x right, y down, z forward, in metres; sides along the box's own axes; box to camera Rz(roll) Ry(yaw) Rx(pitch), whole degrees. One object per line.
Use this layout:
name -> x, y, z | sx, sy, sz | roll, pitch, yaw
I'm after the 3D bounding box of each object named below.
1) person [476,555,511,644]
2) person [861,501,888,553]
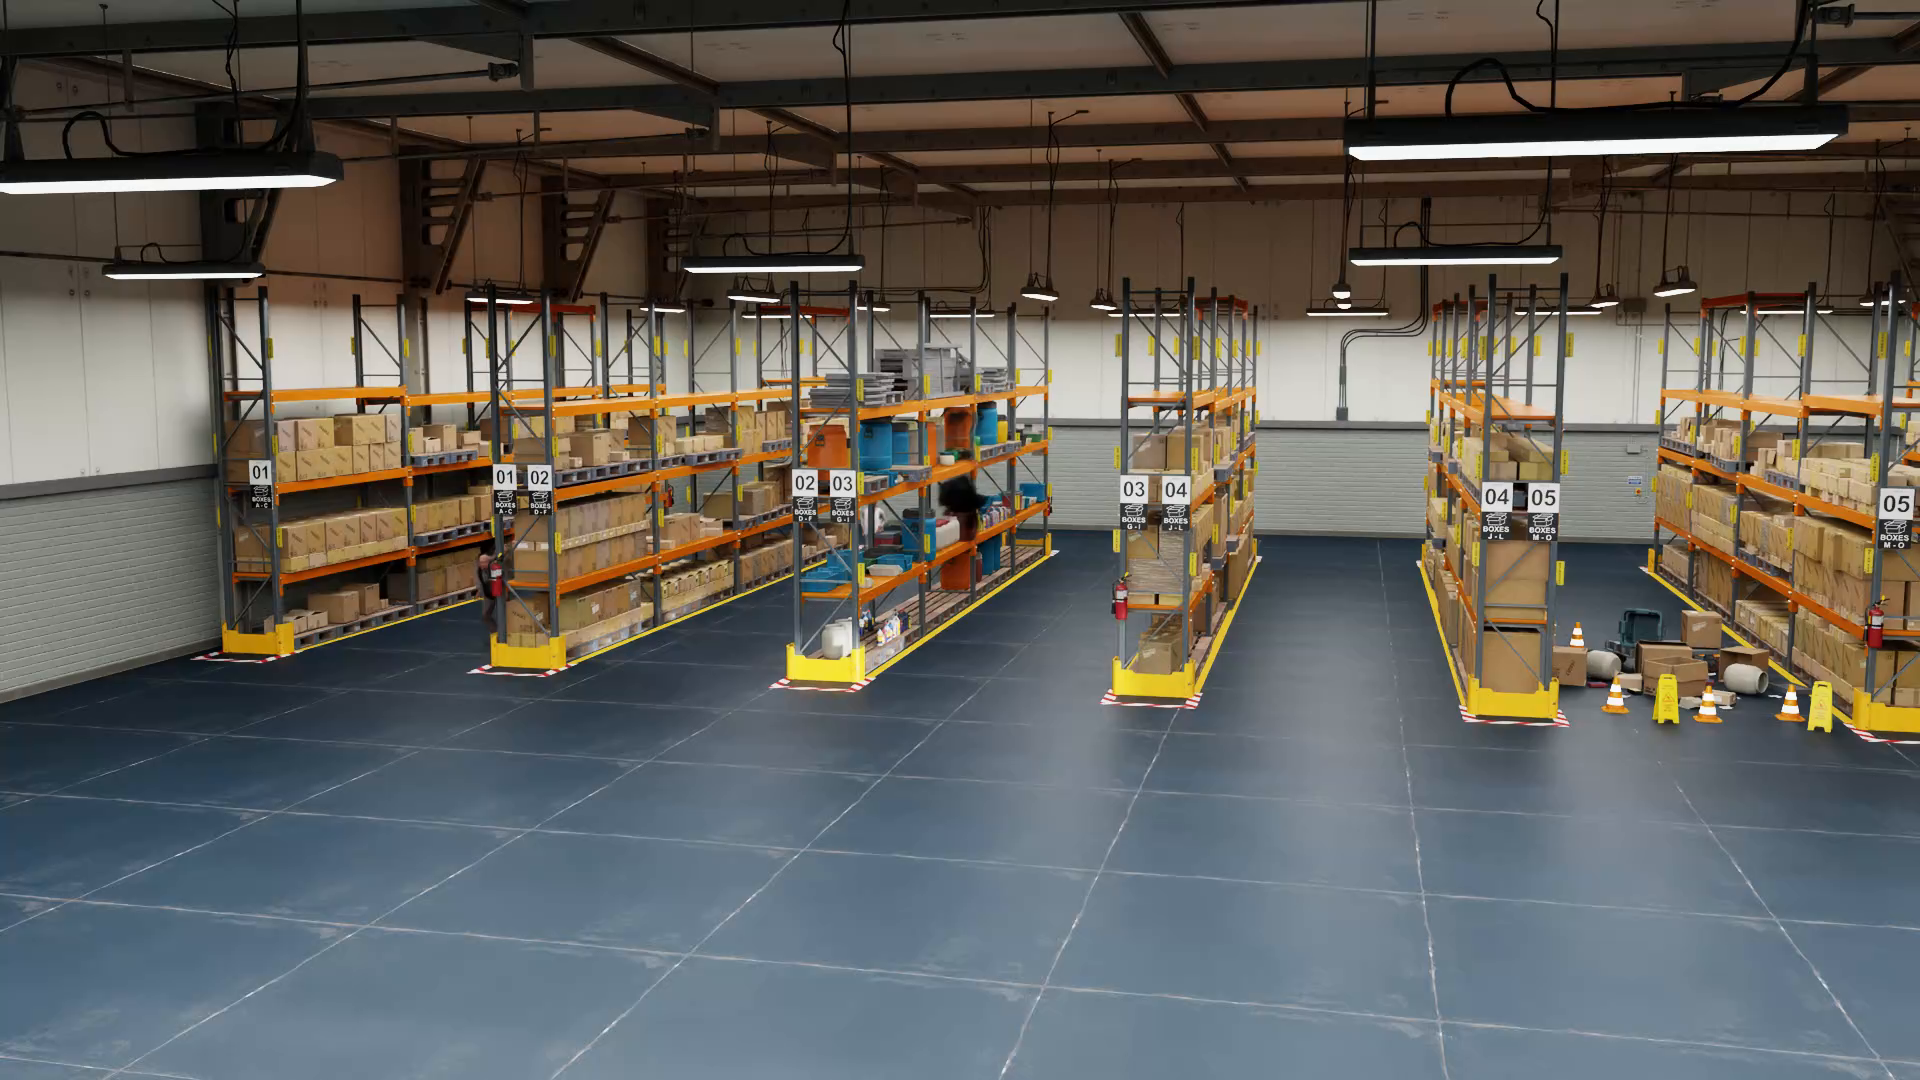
person -> -7.907, 0.981, 28.482 | 0.666, 1.563, 0.997 | 2, 7, 17
person -> -1.935, -0.133, 37.293 | 0.656, 1.745, 0.625 | 1, 7, 12
